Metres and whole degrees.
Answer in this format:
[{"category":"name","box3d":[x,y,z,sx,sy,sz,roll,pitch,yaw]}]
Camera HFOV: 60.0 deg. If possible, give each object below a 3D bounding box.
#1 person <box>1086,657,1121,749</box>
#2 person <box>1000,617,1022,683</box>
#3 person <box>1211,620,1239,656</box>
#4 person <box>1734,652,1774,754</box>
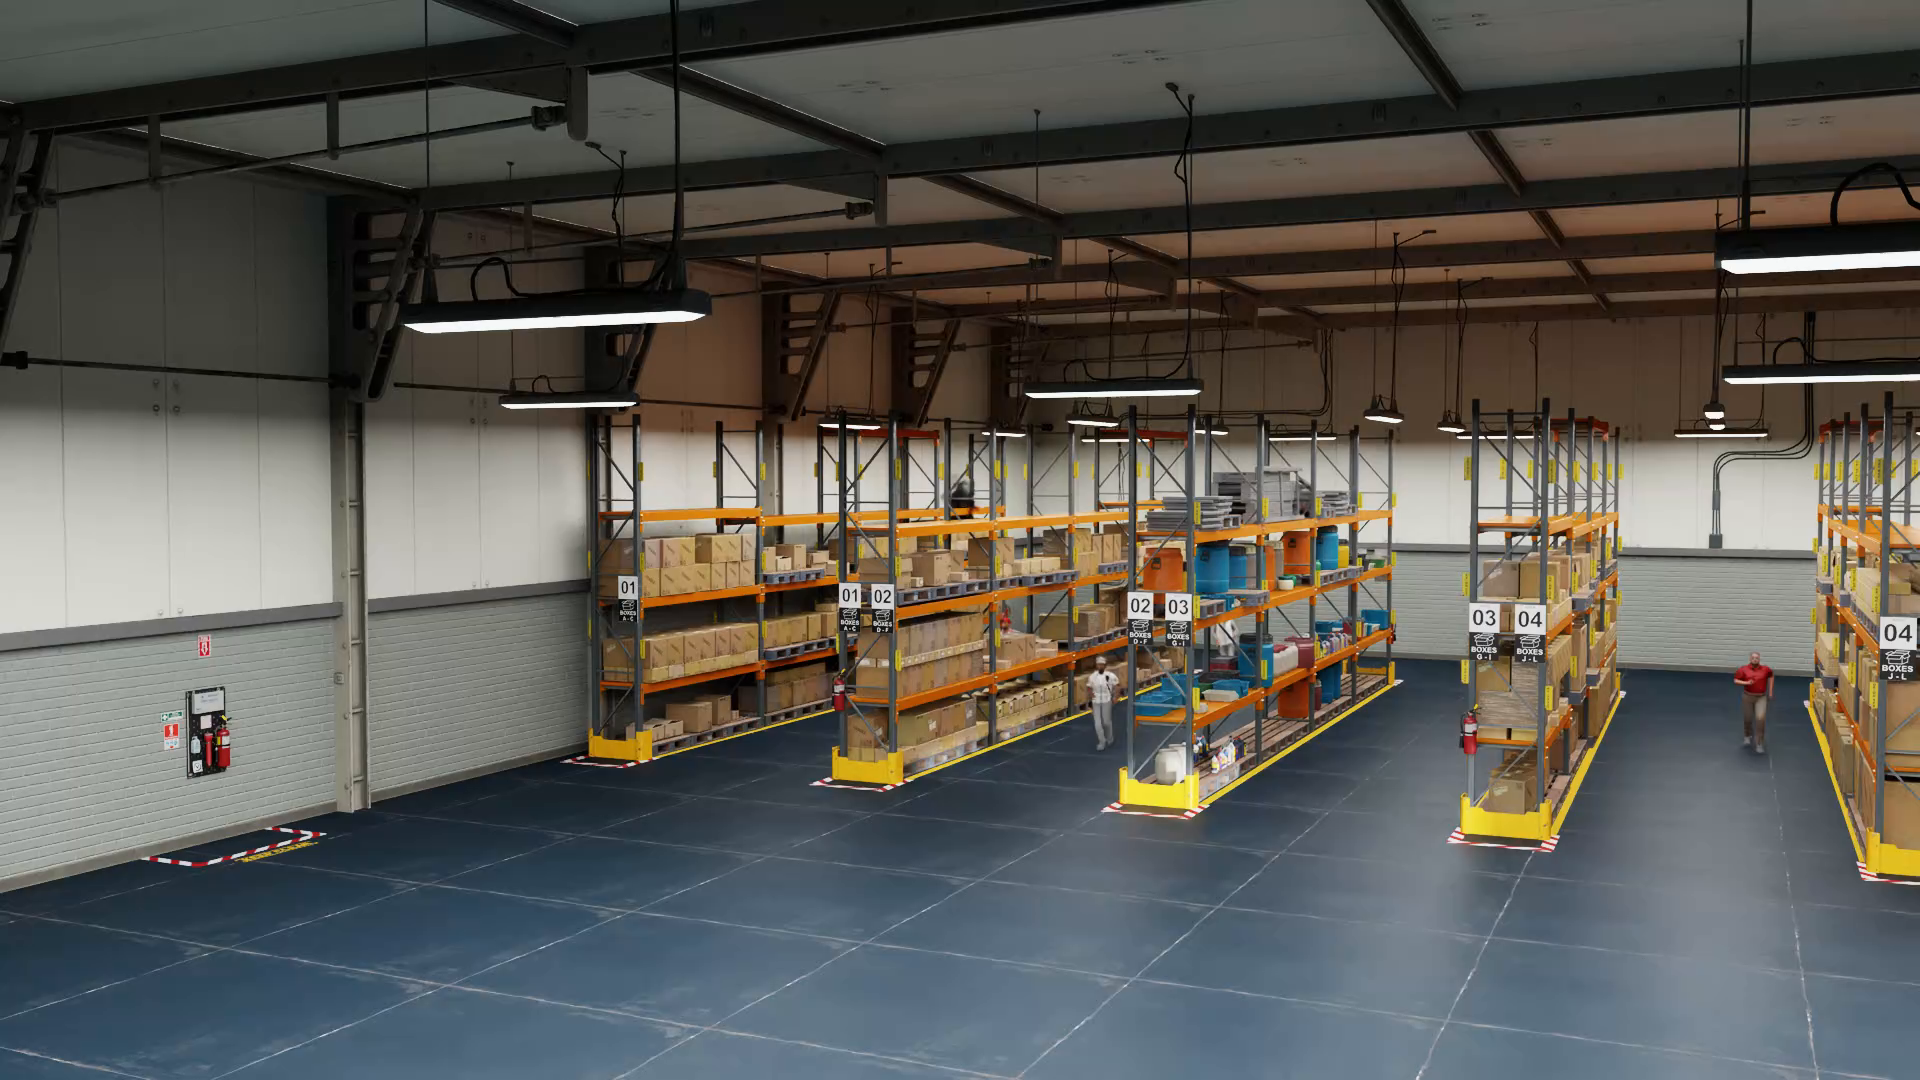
[{"category":"person","box3d":[2.556,2.938,29.923,0.624,1.666,0.537,1,2,15]},{"category":"person","box3d":[1.042,2.572,36.686,0.688,1.731,0.752,1,3,32]},{"category":"person","box3d":[6.395,2.501,40.174,0.681,1.719,0.624,0,2,11]},{"category":"person","box3d":[14.282,2.904,29.929,0.664,1.793,0.847,1,3,24]}]
